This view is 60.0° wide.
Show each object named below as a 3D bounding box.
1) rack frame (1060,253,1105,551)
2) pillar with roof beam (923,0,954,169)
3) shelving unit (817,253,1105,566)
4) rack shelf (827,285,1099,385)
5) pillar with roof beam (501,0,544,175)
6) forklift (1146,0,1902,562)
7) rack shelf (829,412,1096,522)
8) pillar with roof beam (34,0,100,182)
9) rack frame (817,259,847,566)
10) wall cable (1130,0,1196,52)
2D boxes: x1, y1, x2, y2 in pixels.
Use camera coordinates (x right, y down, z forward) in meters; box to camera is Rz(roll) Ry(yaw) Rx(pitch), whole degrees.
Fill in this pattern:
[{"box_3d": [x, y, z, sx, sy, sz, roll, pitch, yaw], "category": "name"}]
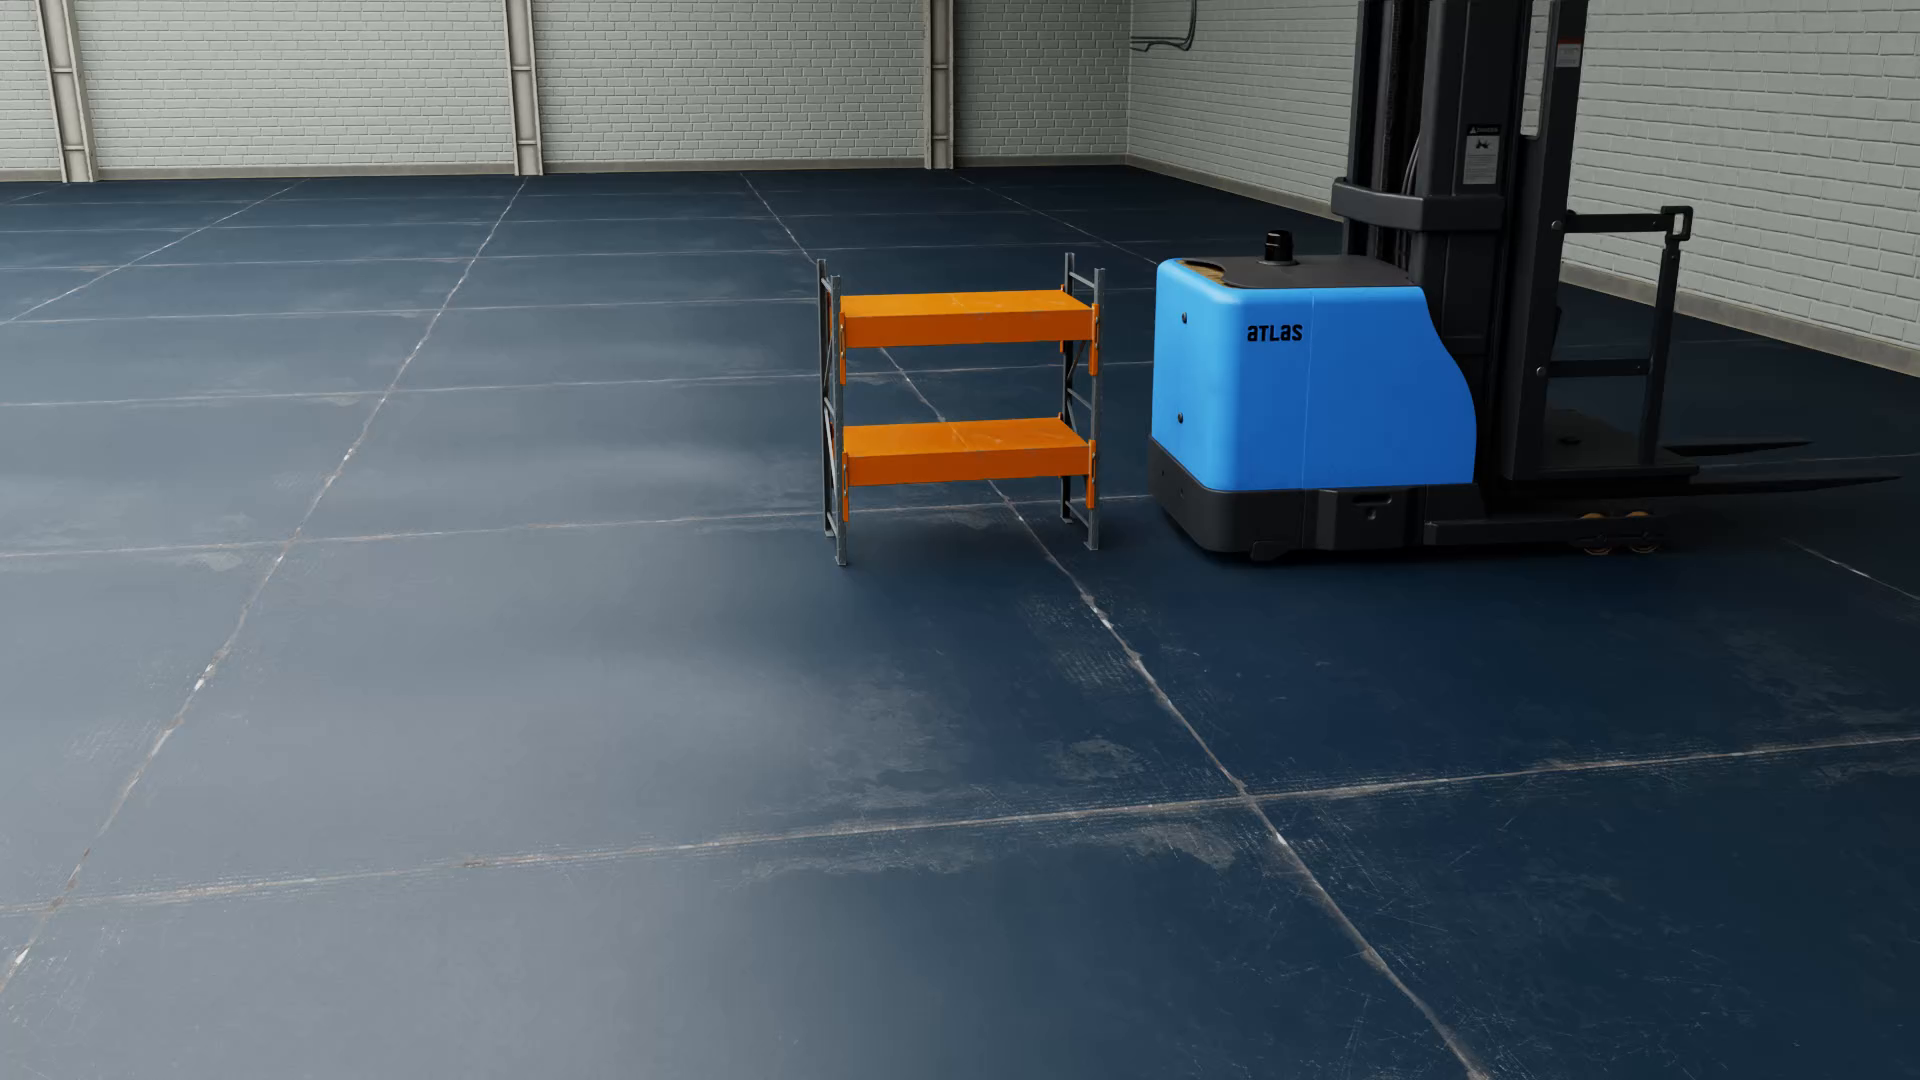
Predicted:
[{"box_3d": [0.492, -0.566, 6.738, 0.032, 1.125, 0.500, -3, 17, -10], "category": "rack frame"}, {"box_3d": [0.499, -8.672, 19.718, 0.400, 9.000, 9.100, -3, 17, -10], "category": "pillar with roof beam"}, {"box_3d": [-0.007, -0.537, 6.645, 1.048, 1.125, 0.538, -3, 17, -10], "category": "shelving unit"}, {"box_3d": [-0.007, -0.817, 6.559, 1.000, 0.278, 0.538, -3, 17, -10], "category": "rack shelf"}, {"box_3d": [-5.392, -8.337, 18.630, 0.400, 9.000, 9.100, -3, 17, -10], "category": "pillar with roof beam"}, {"box_3d": [2.377, -1.491, 6.675, 3.031, 2.935, 1.130, -2, 17, -7], "category": "forklift"}, {"box_3d": [-0.007, -0.304, 6.717, 1.000, 0.278, 0.538, -3, 17, -10], "category": "rack shelf"}, {"box_3d": [-11.283, -8.003, 17.542, 0.400, 9.000, 9.100, -3, 17, -10], "category": "pillar with roof beam"}, {"box_3d": [-0.506, -0.509, 6.553, 0.032, 1.125, 0.500, -3, 17, -10], "category": "rack frame"}, {"box_3d": [2.826, -8.211, 23.507, 0.112, 2.526, 3.097, -3, 17, -10], "category": "wall cable"}]
